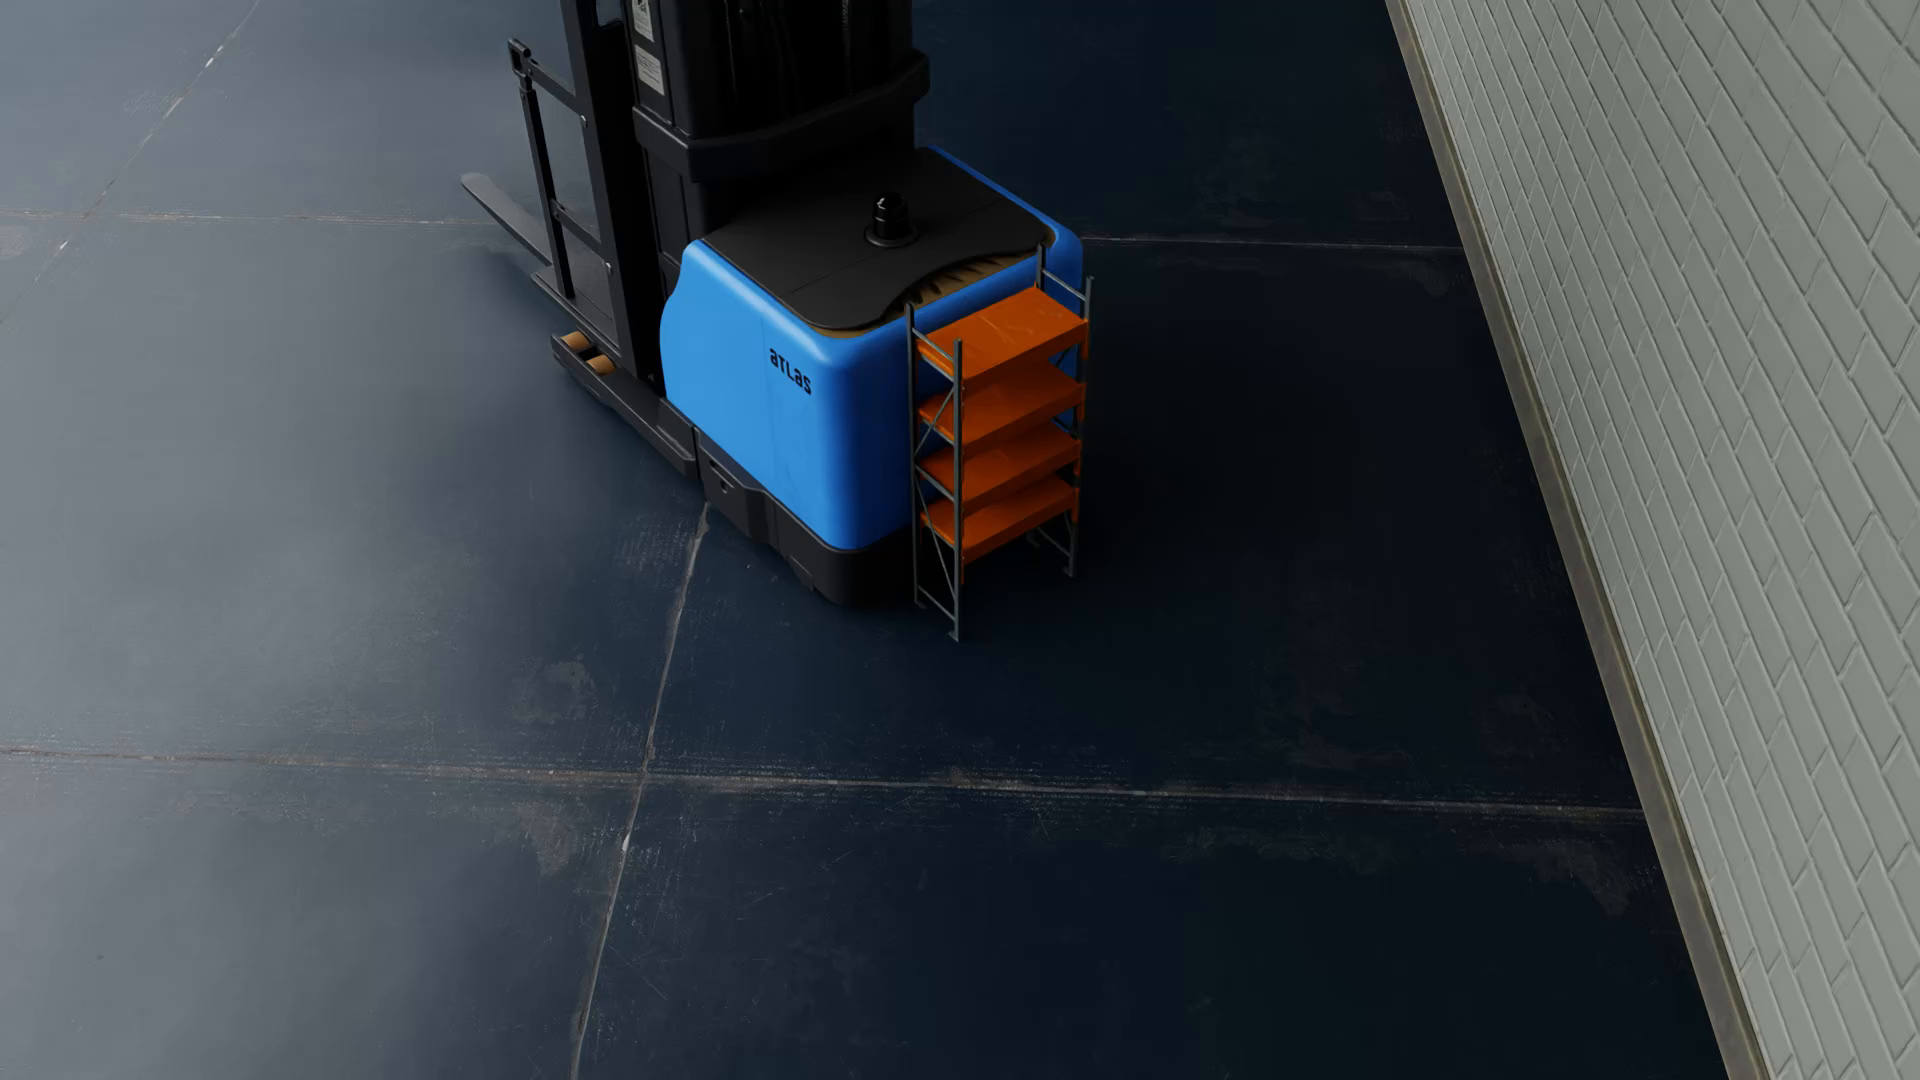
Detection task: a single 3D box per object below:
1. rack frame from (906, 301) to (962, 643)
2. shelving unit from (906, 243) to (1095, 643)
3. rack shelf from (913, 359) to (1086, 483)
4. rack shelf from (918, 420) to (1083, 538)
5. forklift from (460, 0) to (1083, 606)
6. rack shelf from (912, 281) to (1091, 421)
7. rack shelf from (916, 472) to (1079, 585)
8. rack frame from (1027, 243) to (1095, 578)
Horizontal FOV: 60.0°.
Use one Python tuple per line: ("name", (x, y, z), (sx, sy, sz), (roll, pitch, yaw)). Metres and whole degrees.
("rack frame", (-0.074, -0.172, 5.054), (0.015, 1.200, 0.240), (-28, 50, -27))
("shelving unit", (0.118, -0.275, 5.165), (0.503, 1.200, 0.258), (-28, 50, -27))
("rack shelf", (0.118, -0.389, 5.058), (0.480, 0.148, 0.258), (-28, 50, -27))
("rack shelf", (0.118, -0.225, 5.210), (0.480, 0.148, 0.258), (-28, 50, -27))
("forklift", (-0.916, -1.799, 5.531), (1.130, 2.935, 3.031), (-29, 50, -27))
("rack shelf", (0.118, -0.562, 4.897), (0.480, 0.148, 0.258), (-28, 50, -27))
("rack shelf", (0.118, -0.080, 5.346), (0.480, 0.148, 0.258), (-28, 50, -27))
("rack frame", (0.310, -0.377, 5.275), (0.015, 1.200, 0.240), (-28, 50, -27))
